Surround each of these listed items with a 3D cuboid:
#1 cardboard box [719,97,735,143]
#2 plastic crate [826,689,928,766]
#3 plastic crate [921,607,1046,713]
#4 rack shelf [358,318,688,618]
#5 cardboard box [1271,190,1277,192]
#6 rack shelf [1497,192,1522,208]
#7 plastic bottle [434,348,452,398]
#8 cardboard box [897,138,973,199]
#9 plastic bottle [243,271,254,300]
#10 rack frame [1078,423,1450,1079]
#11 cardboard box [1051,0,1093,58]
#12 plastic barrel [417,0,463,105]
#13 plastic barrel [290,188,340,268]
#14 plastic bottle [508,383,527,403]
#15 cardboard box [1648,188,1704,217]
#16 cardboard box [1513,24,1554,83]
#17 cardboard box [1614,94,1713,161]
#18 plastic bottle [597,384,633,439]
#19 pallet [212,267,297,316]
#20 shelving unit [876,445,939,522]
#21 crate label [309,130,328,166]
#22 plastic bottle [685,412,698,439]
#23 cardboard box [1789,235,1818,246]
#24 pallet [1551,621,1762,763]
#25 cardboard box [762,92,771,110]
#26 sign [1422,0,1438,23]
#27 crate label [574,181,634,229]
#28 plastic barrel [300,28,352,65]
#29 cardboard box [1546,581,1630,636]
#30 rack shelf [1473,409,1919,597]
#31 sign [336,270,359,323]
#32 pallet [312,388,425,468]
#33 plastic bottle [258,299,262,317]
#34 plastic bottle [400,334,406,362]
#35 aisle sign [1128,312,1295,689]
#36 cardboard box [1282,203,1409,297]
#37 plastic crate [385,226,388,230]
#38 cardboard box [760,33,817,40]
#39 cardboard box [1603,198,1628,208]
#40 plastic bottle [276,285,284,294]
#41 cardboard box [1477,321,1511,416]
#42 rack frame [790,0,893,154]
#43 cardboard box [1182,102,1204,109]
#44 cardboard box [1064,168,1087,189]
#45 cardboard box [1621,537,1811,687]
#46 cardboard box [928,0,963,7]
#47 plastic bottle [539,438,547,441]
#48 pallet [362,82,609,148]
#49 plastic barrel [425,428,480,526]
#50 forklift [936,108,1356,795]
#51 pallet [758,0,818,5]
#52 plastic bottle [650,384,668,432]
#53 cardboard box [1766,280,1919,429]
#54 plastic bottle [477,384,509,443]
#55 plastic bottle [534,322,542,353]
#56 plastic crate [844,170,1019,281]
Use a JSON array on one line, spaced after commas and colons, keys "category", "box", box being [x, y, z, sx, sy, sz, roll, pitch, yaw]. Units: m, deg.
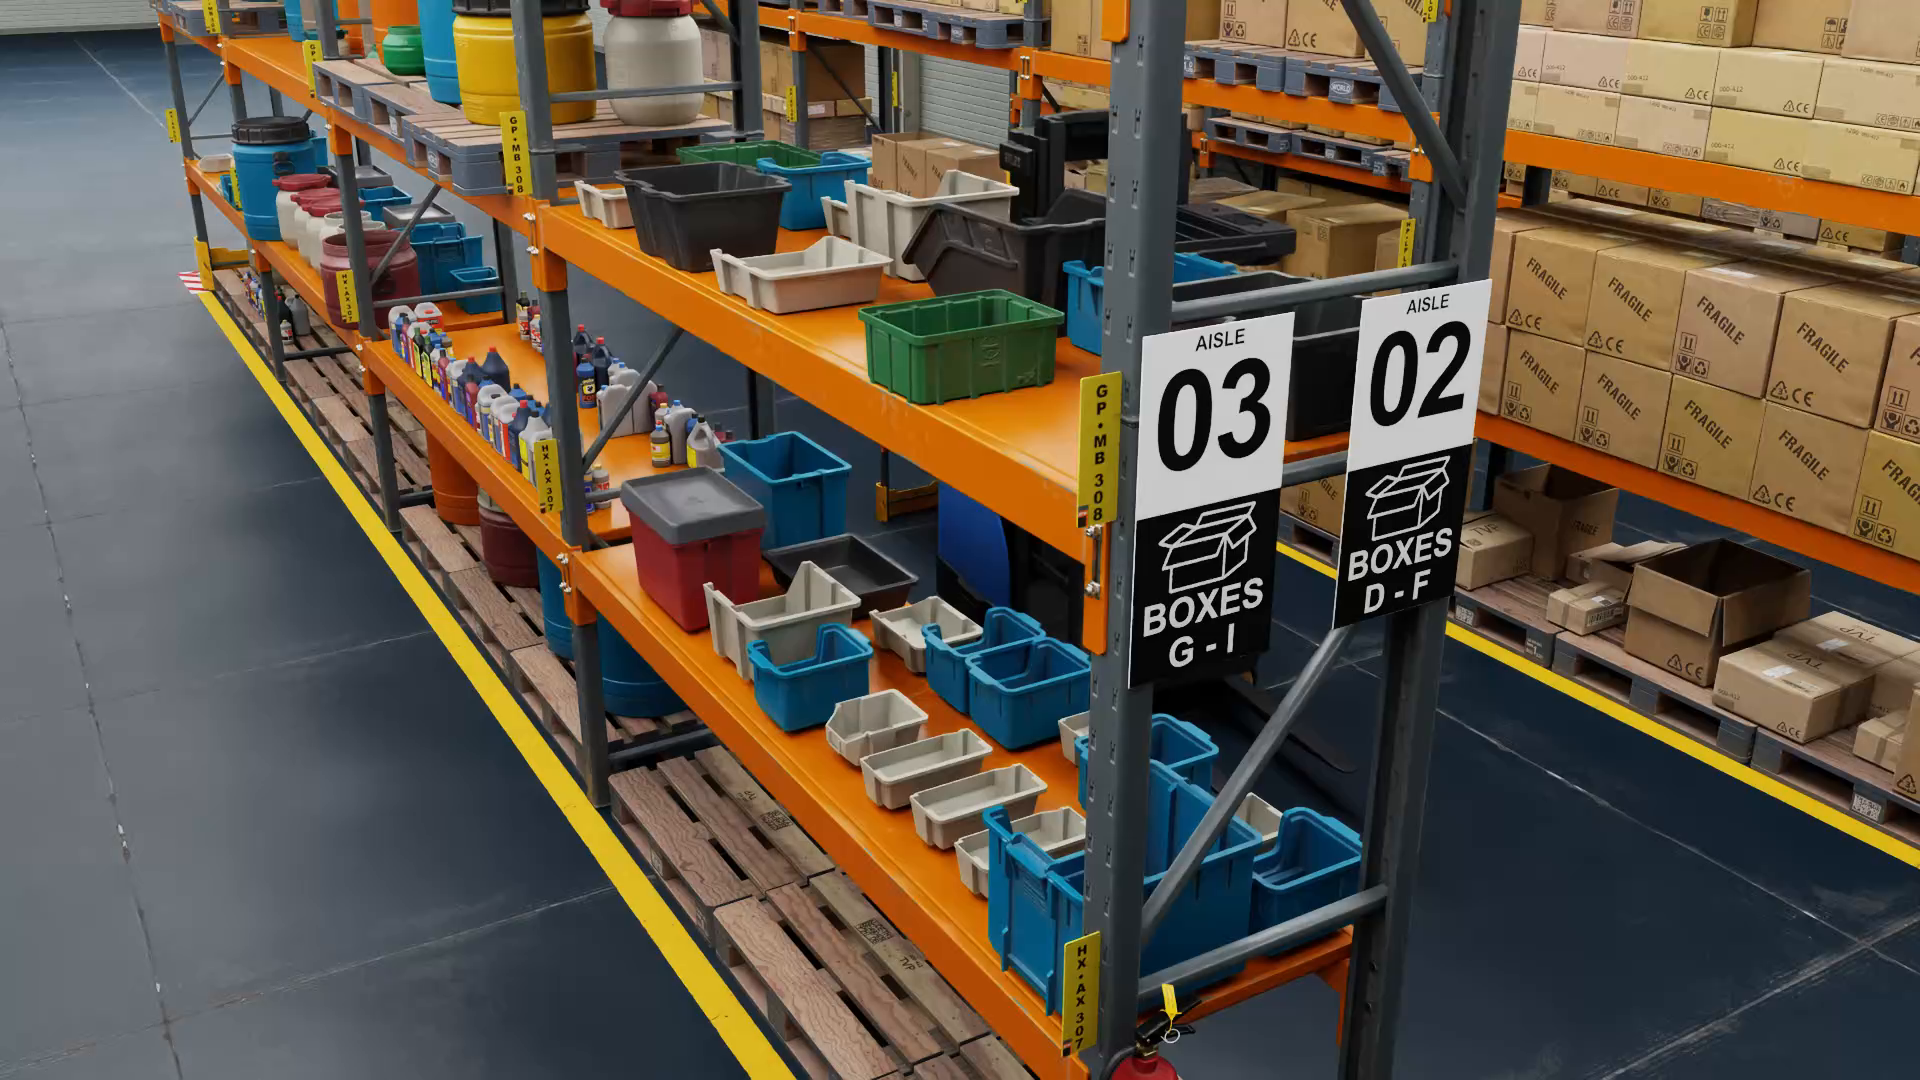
[{"category": "cardboard box", "box": [-2.140, -4.477, 17.710, 0.700, 0.500, 0.500, -12, 25, -27]}, {"category": "plastic crate", "box": [-0.286, 0.637, 5.532, 0.298, 0.136, 0.250, -13, 25, -28]}, {"category": "plastic crate", "box": [0.083, 0.429, 5.915, 0.416, 0.233, 0.300, -13, 25, -28]}, {"category": "rack shelf", "box": [-2.313, -0.563, 9.169, 1.077, 0.370, 4.000, -13, 25, -28]}, {"category": "cardboard box", "box": [3.529, -3.555, 18.310, 0.700, 0.500, 0.500, -12, 25, -26]}, {"category": "rack shelf", "box": [6.204, -2.469, 13.857, 1.077, 0.370, 4.000, -13, 25, -28]}, {"category": "plastic bottle", "box": [-2.884, -0.940, 9.312, 0.097, 0.271, 0.097, 0, 22, 0]}, {"category": "cardboard box", "box": [-0.214, -3.252, 14.696, 0.500, 0.500, 0.500, -13, 25, -28]}, {"category": "plastic bottle", "box": [-6.763, -2.427, 15.837, 0.097, 0.271, 0.097, 0, 22, 0]}, {"category": "rack frame", "box": [0.752, 1.046, 4.255, 1.000, 3.000, 0.127, -13, 25, -28]}, {"category": "cardboard box", "box": [1.177, -3.797, 12.052, 0.910, 0.500, 0.500, -13, 25, -28]}, {"category": "plastic barrel", "box": [-2.295, -2.589, 7.989, 0.600, 0.901, 0.708, -13, 25, -28]}, {"category": "plastic barrel", "box": [-4.703, -2.312, 12.336, 0.433, 0.535, 0.433, 0, 22, 0]}, {"category": "plastic bottle", "box": [-2.304, -0.685, 8.684, 0.097, 0.271, 0.097, 0, 22, 0]}, {"category": "cardboard box", "box": [5.995, -2.937, 13.500, 0.500, 0.500, 0.500, -12, 25, -27]}, {"category": "cardboard box", "box": [3.004, -2.547, 8.646, 0.500, 0.250, 0.500, -13, 25, -28]}, {"category": "cardboard box", "box": [3.511, -1.991, 7.942, 0.500, 0.250, 0.500, -13, 25, -28]}, {"category": "plastic bottle", "box": [-1.804, -0.685, 8.678, 0.152, 0.276, 0.135, -13, 25, -28]}, {"category": "pallet", "box": [-6.932, -2.562, 16.835, 1.003, 0.211, 1.213, -13, 25, -28]}, {"category": "shelving unit", "box": [-0.039, -0.719, 10.590, 0.587, 1.500, 1.083, -13, 25, -28]}, {"category": "crate label", "box": [-6.249, -3.606, 15.653, 0.502, 0.435, 0.616, -13, 25, -28]}, {"category": "plastic bottle", "box": [-1.304, -0.499, 8.226, 0.097, 0.271, 0.097, 0, 22, 0]}, {"category": "cardboard box", "box": [6.567, -2.272, 12.725, 0.380, 0.149, 0.250, -12, 25, -27]}, {"category": "pallet", "box": [3.946, 0.709, 8.787, 1.003, 0.211, 1.213, -13, 25, -28]}, {"category": "cardboard box", "box": [-1.836, -4.433, 16.741, 0.380, 0.149, 0.250, -13, 25, -28]}, {"category": "sign", "box": [2.494, -2.904, 8.780, 0.100, 0.325, 0.005, -13, 25, -28]}, {"category": "crate label", "box": [-1.290, -1.303, 6.399, 0.293, 0.136, 0.466, -13, 25, -28]}, {"category": "plastic barrel", "box": [-4.185, -3.236, 10.990, 0.301, 0.262, 0.301, 0, 22, 0]}, {"category": "cardboard box", "box": [3.448, 0.364, 9.112, 0.380, 0.166, 0.250, -13, 25, -28]}, {"category": "rack shelf", "box": [3.990, -0.220, 8.324, 1.077, 0.370, 4.000, -13, 25, -28]}, {"category": "sign", "box": [-3.804, -1.511, 10.330, 0.100, 0.325, 0.005, -13, 25, -28]}, {"category": "pallet", "box": [-4.316, -0.905, 12.757, 1.003, 0.211, 1.213, -13, 25, -28]}, {"category": "plastic bottle", "box": [-6.381, -2.152, 15.255, 0.097, 0.201, 0.097, 0, 22, 0]}, {"category": "plastic bottle", "box": [-3.306, -1.175, 9.983, 0.097, 0.201, 0.097, 0, 22, 0]}, {"category": "aisle sign", "box": [0.537, -0.079, 3.570, 0.394, 0.787, 0.004, -13, 25, -28]}, {"category": "cardboard box", "box": [2.513, -1.848, 10.685, 0.700, 0.500, 0.500, -8, 24, -20]}, {"category": "plastic crate", "box": [-4.246, -2.231, 12.598, 0.450, 0.188, 0.662, -13, 25, -28]}, {"category": "cardboard box", "box": [-1.864, -4.906, 17.041, 0.700, 0.500, 0.500, -13, 25, -28]}, {"category": "cardboard box", "box": [5.710, -2.866, 14.185, 0.380, 0.149, 0.250, -12, 25, -27]}, {"category": "plastic bottle", "box": [-6.206, -2.178, 15.209, 0.061, 0.283, 0.133, -13, 25, -28]}, {"category": "cardboard box", "box": [2.995, -1.030, 9.228, 0.500, 0.500, 0.500, -12, 25, -27]}, {"category": "rack frame", "box": [-1.118, -3.790, 16.153, 1.000, 3.000, 0.127, -13, 25, -28]}, {"category": "cardboard box", "box": [2.632, -5.125, 18.614, 0.500, 0.500, 0.500, -13, 25, -28]}, {"category": "cardboard box", "box": [1.663, -4.572, 21.062, 0.500, 0.311, 0.500, -10, 24, -24]}, {"category": "cardboard box", "box": [3.933, 0.359, 8.675, 0.797, 0.503, 0.637, -13, 25, -28]}, {"category": "cardboard box", "box": [0.080, -4.500, 13.556, 0.500, 0.250, 0.500, -13, 26, -29]}, {"category": "plastic bottle", "box": [-1.928, -0.327, 7.786, 0.061, 0.283, 0.133, -13, 25, -28]}, {"category": "pallet", "box": [-2.358, -2.153, 8.391, 1.003, 0.211, 1.213, -13, 25, -28]}, {"category": "plastic barrel", "box": [-3.070, -0.578, 10.574, 0.600, 0.830, 0.708, -13, 25, -28]}, {"category": "forklift", "box": [0.909, -0.569, 8.319, 1.130, 2.935, 3.031, -9, 24, -22]}, {"category": "pallet", "box": [-1.576, -5.410, 16.272, 1.003, 0.211, 1.213, -13, 25, -28]}, {"category": "plastic bottle", "box": [-1.566, -0.683, 8.664, 0.061, 0.283, 0.133, -13, 25, -28]}, {"category": "cardboard box", "box": [4.021, -0.837, 7.426, 0.500, 0.500, 0.500, -12, 25, -27]}, {"category": "plastic bottle", "box": [-2.402, -0.657, 8.609, 0.152, 0.276, 0.135, -13, 25, -28]}, {"category": "plastic bottle", "box": [-2.550, -1.256, 10.182, 0.097, 0.201, 0.097, 0, 22, 0]}, {"category": "plastic crate", "box": [-0.115, -1.066, 5.624, 0.437, 0.282, 0.530, -13, 25, -28]}]
